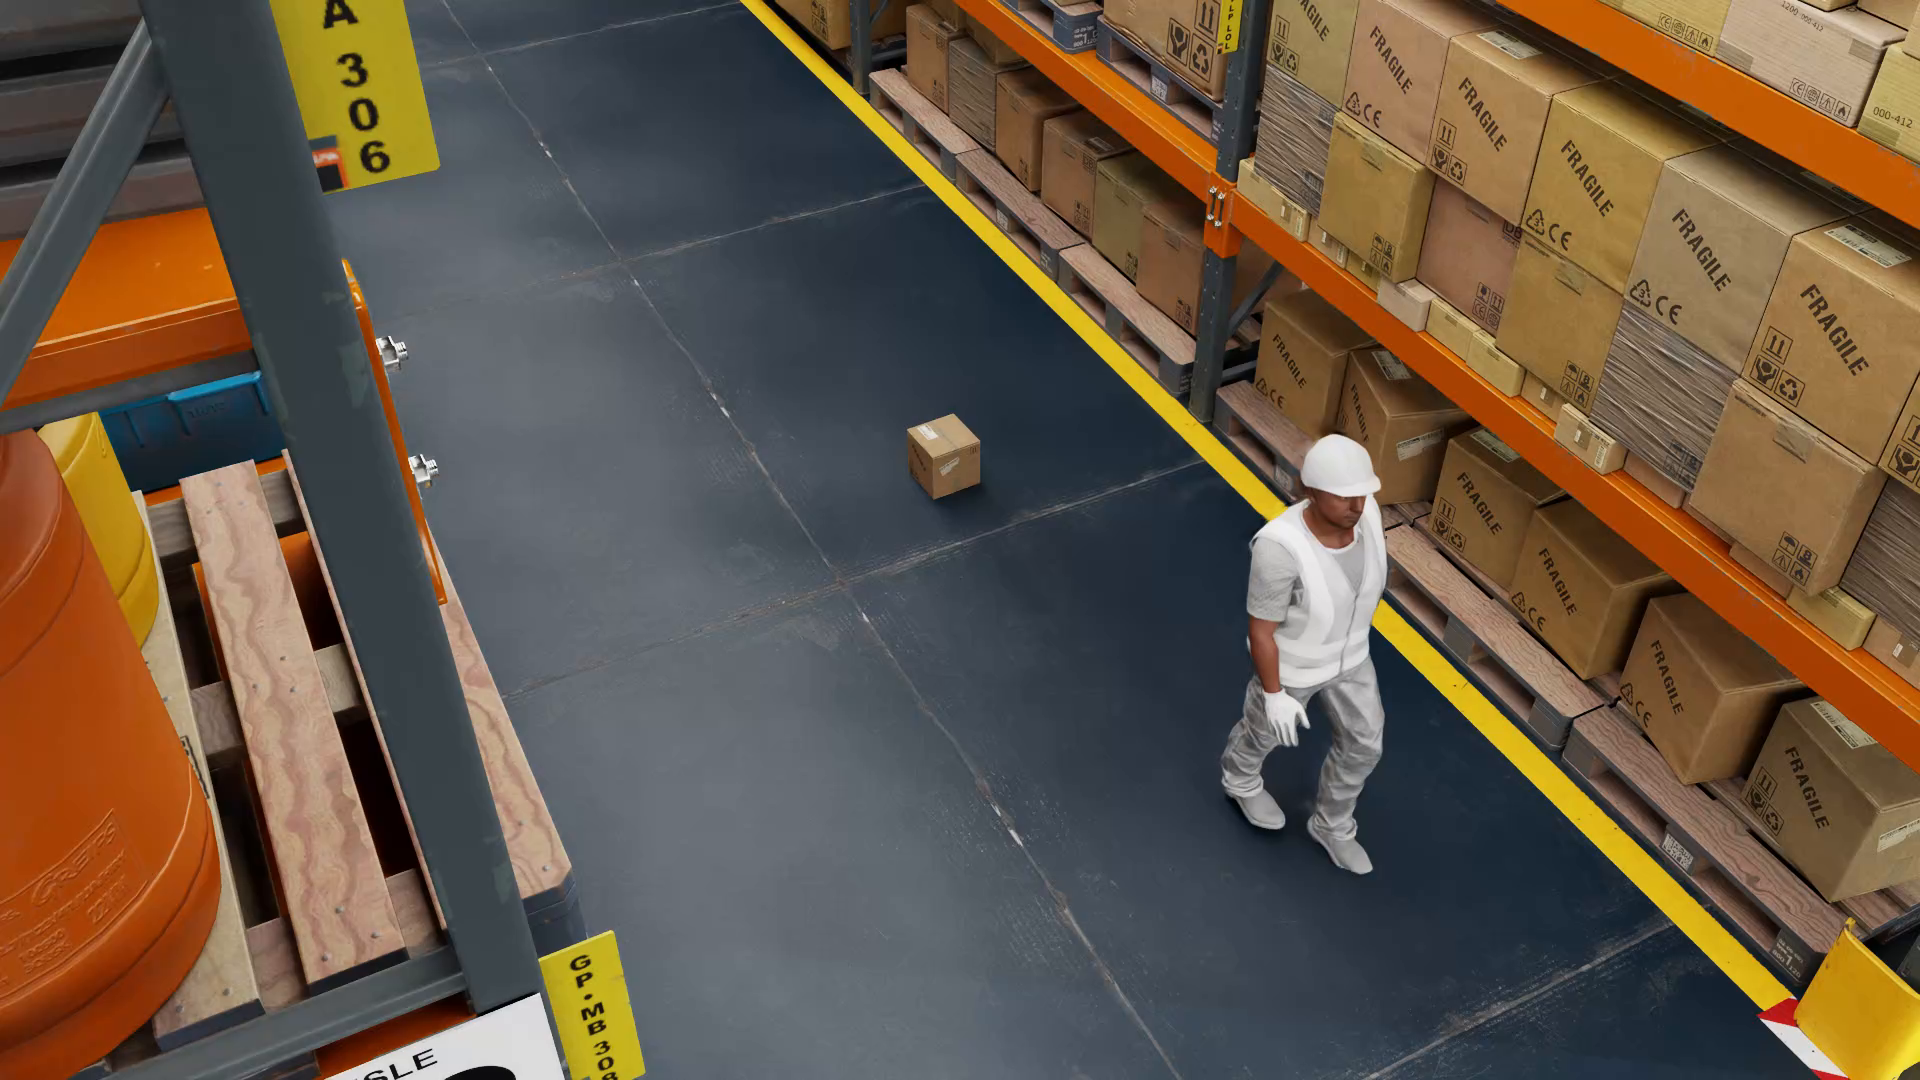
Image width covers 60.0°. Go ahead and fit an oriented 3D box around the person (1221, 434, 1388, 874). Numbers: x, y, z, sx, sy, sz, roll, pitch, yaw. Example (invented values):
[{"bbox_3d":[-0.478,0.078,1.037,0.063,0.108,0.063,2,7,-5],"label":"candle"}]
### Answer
[{"bbox_3d":[1.215,0.442,5.650,0.603,1.847,0.611,-22,46,-24],"label":"person"}]
